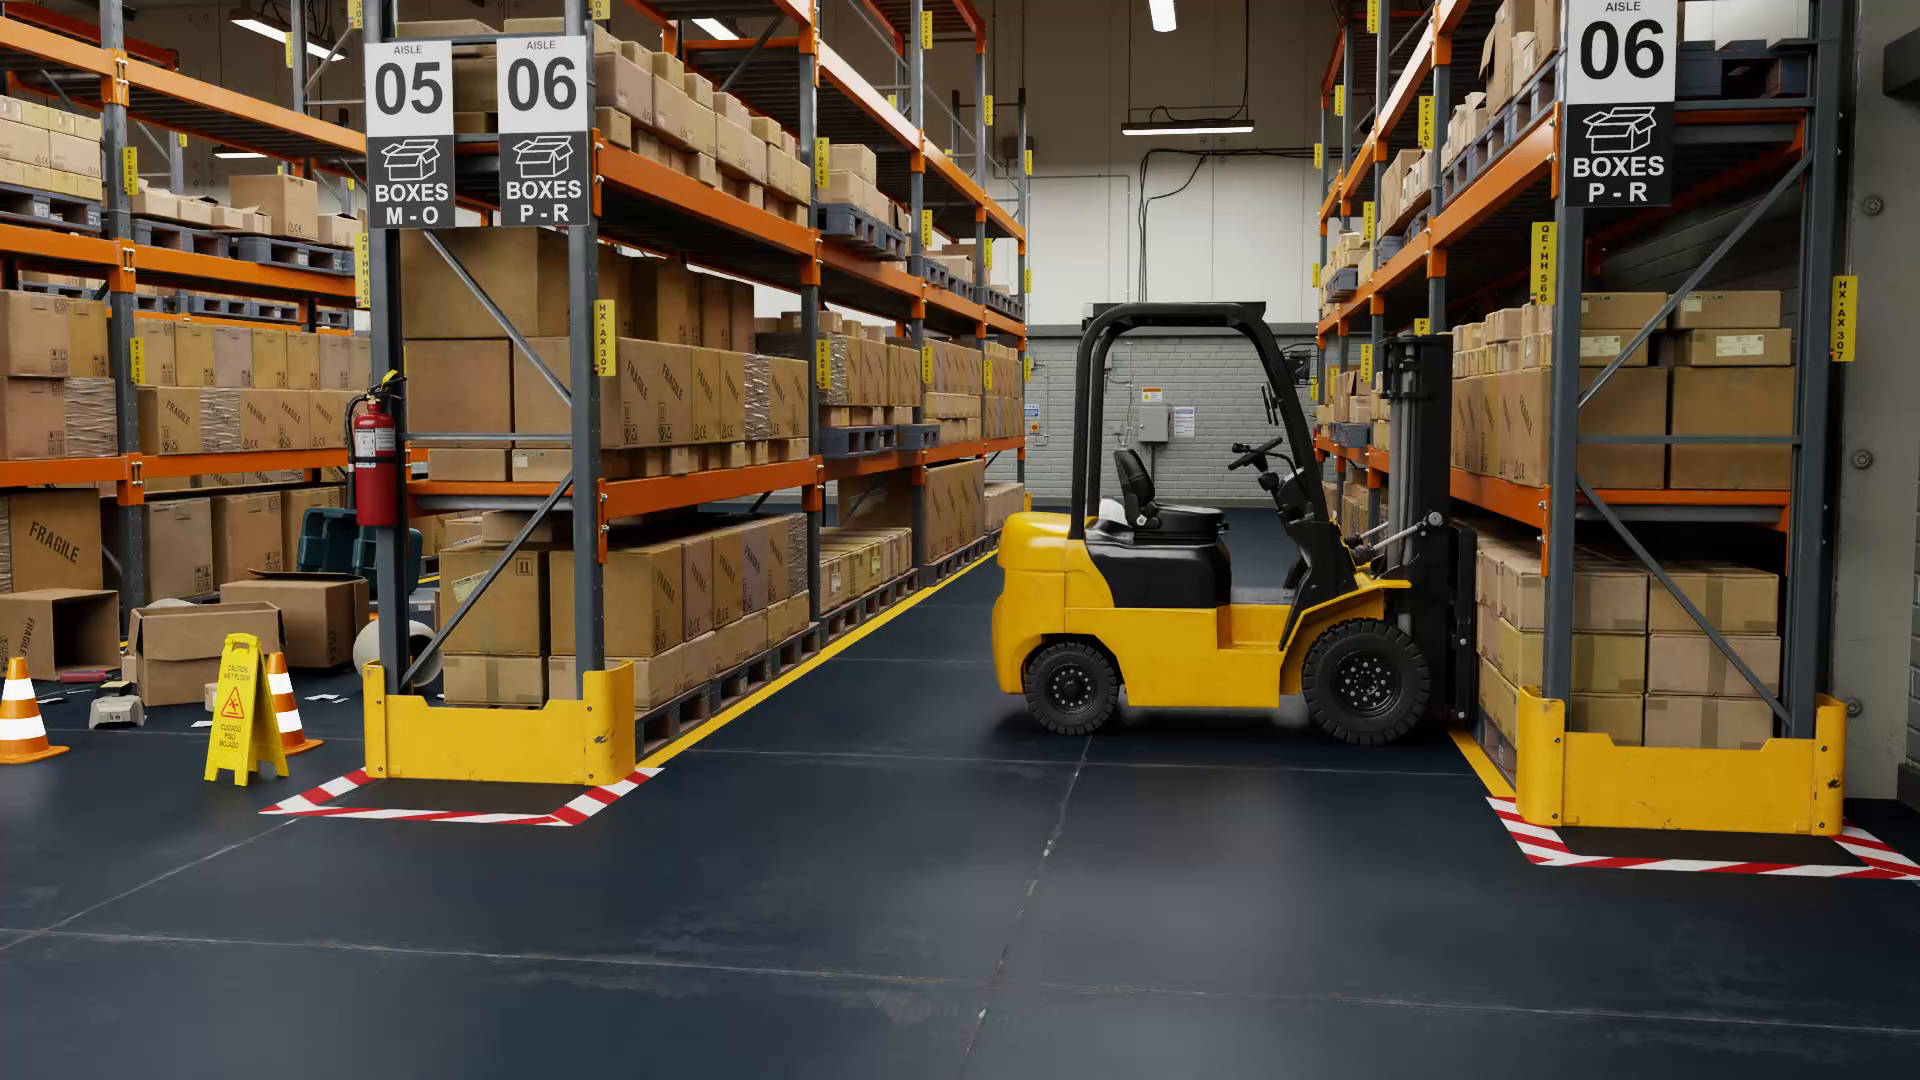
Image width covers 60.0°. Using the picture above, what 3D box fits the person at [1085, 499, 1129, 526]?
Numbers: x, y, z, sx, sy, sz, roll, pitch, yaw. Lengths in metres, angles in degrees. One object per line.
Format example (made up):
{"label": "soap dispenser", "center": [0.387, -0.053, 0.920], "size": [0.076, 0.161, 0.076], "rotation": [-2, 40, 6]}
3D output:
{"label": "person", "center": [0.990, 0.201, 11.839], "size": [0.527, 1.011, 0.952], "rotation": [0, 4, 6]}
